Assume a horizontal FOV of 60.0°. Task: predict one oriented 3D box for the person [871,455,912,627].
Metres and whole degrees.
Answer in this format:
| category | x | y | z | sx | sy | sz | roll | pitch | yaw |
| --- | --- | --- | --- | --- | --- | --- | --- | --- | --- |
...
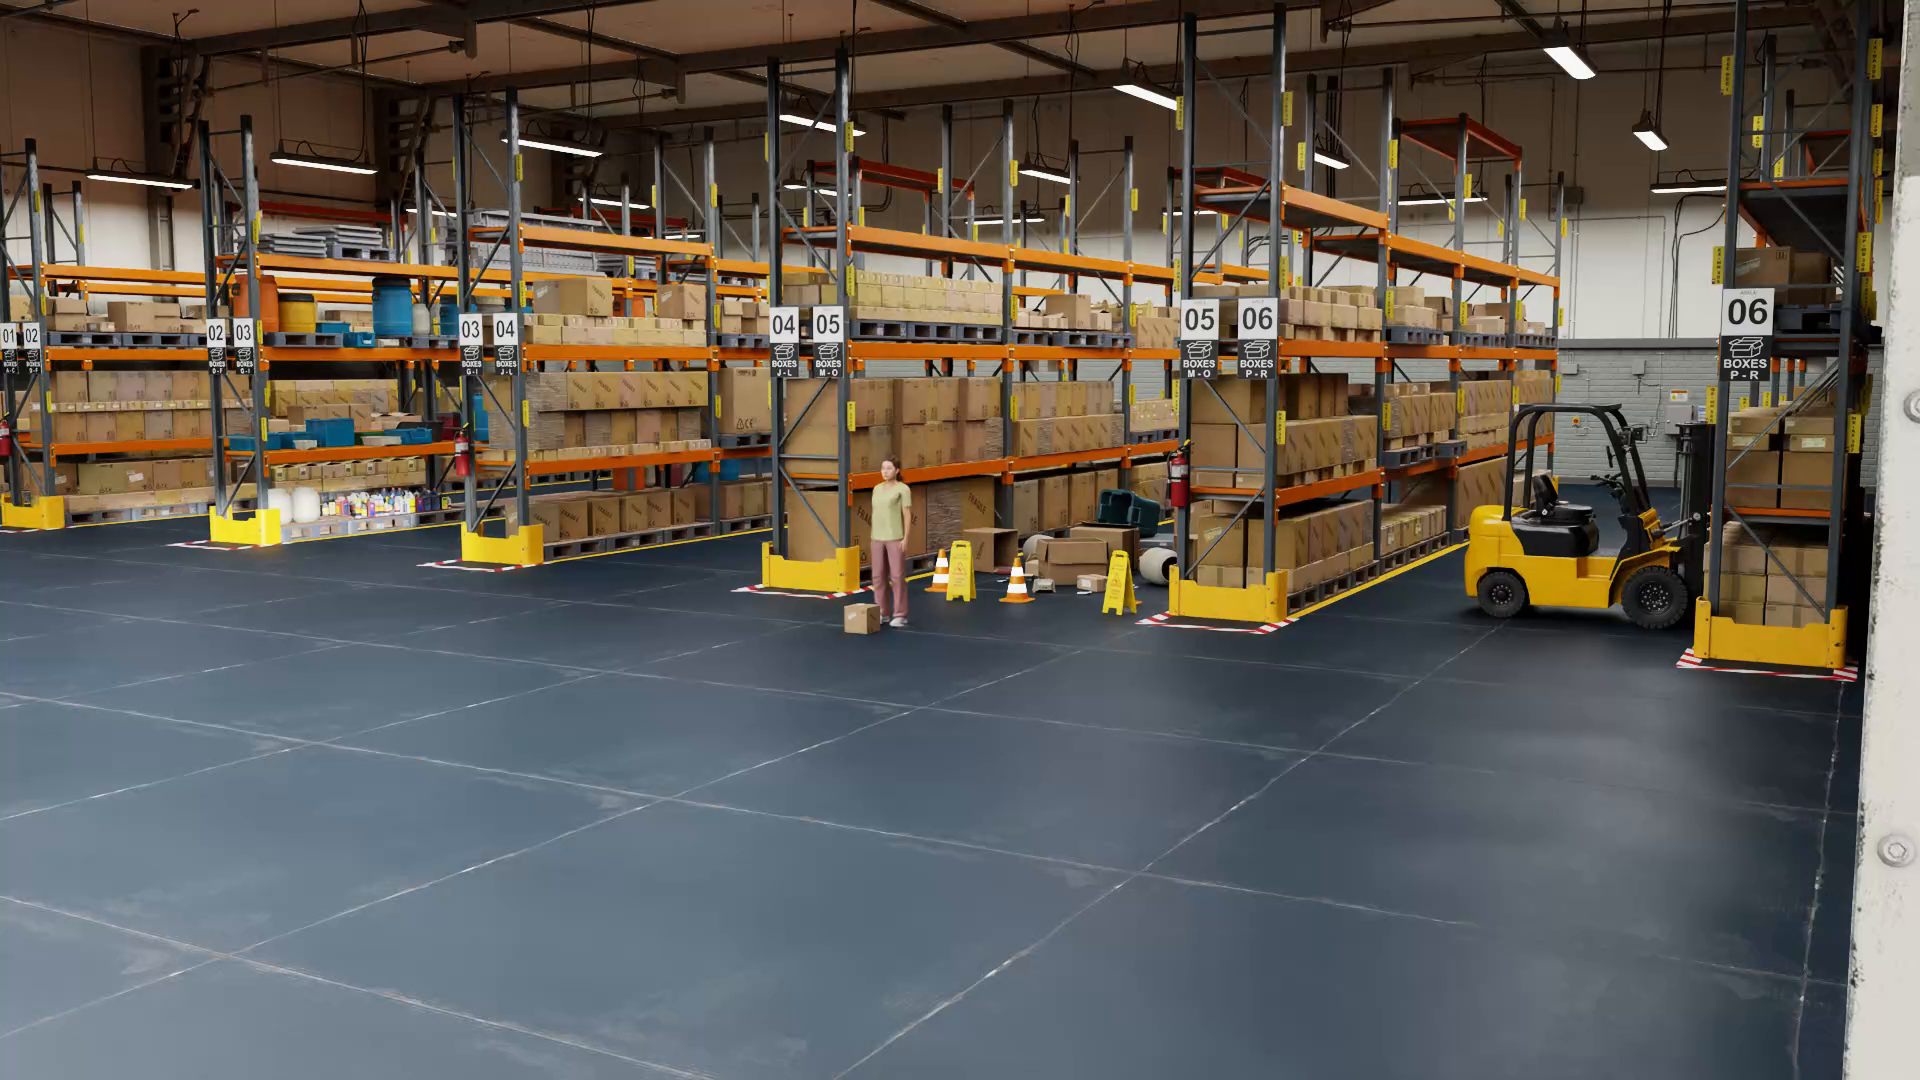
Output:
| category | x | y | z | sx | sy | sz | roll | pitch | yaw |
| --- | --- | --- | --- | --- | --- | --- | --- | --- | --- |
| person | -0.684 | 0.006 | 16.315 | 0.441 | 1.672 | 0.352 | 3 | 7 | 30 |
